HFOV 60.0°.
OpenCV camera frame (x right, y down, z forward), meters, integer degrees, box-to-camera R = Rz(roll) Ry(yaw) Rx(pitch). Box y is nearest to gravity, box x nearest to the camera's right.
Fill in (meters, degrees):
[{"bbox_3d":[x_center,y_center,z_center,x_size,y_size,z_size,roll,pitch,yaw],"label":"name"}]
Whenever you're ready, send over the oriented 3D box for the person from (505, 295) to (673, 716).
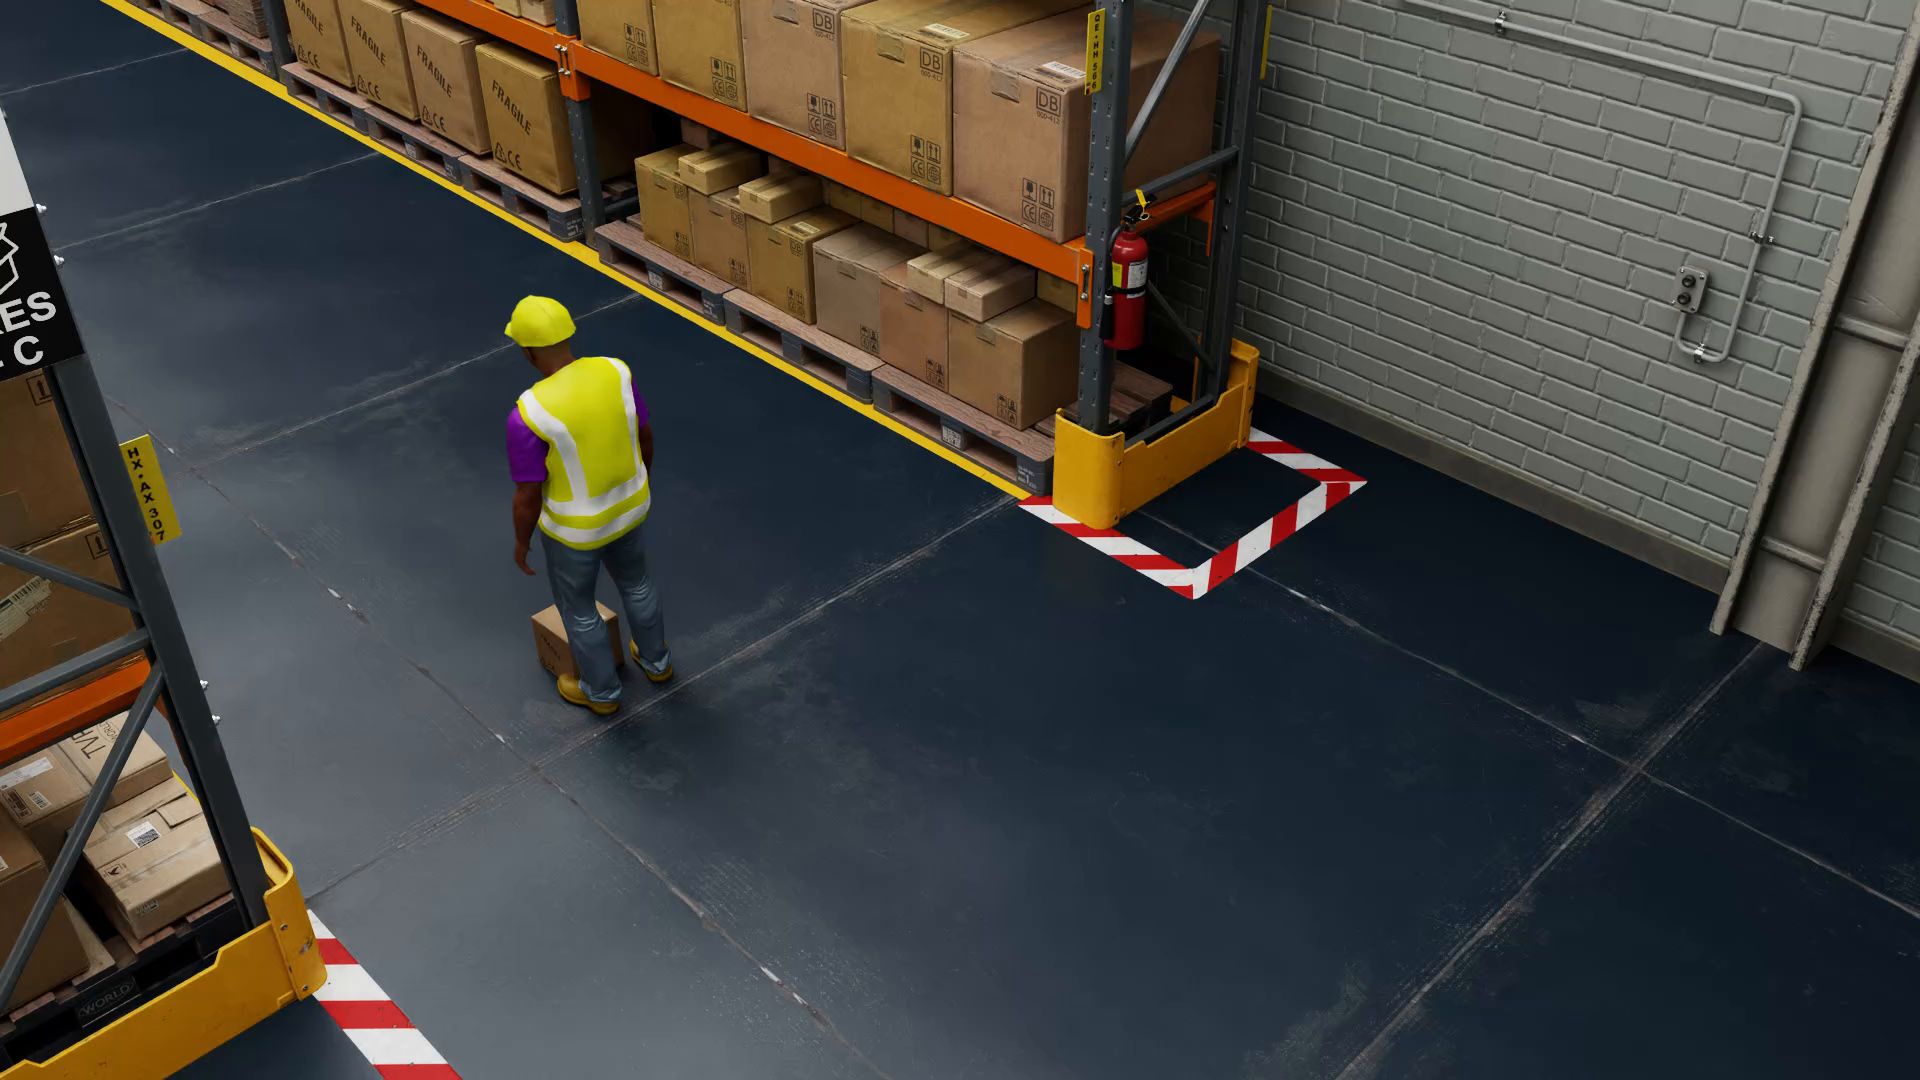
[{"bbox_3d":[-1.414,-0.113,6.289,0.454,1.761,0.636,28,44,33],"label":"person"}]
